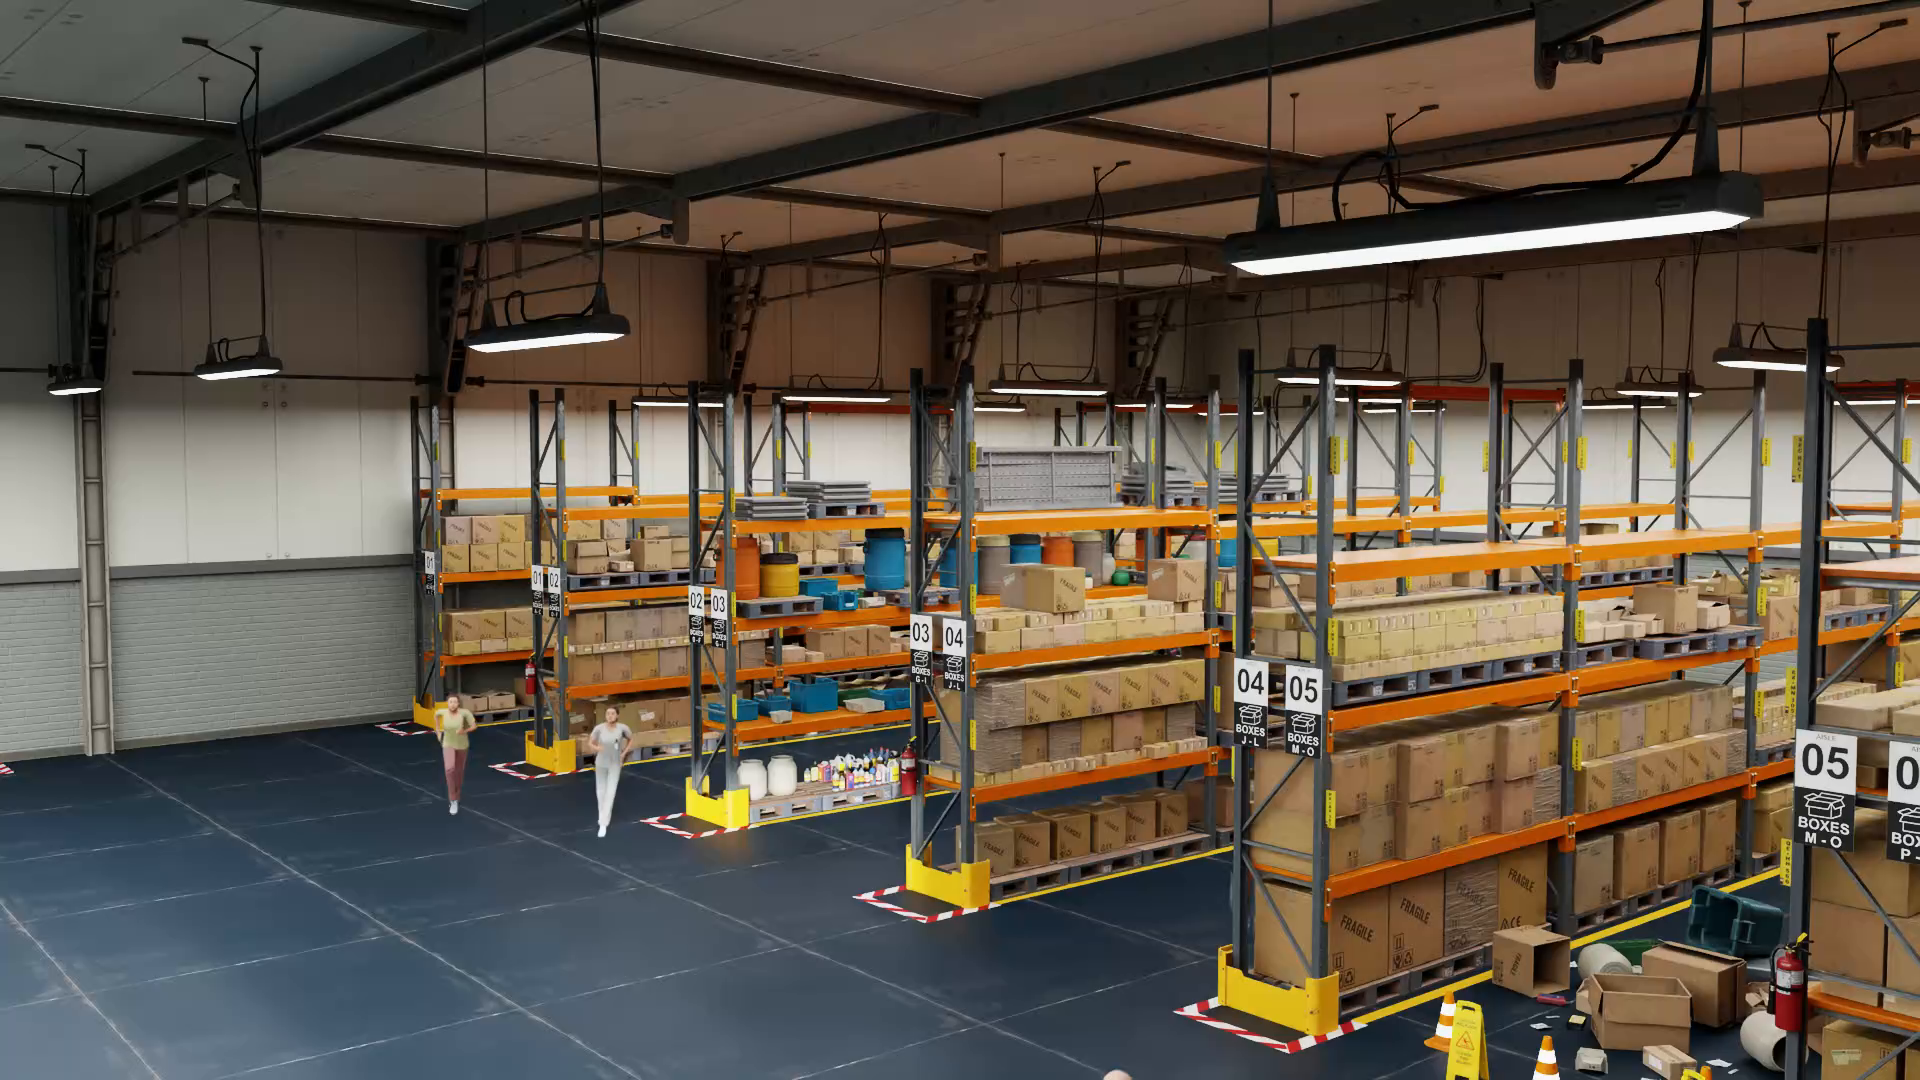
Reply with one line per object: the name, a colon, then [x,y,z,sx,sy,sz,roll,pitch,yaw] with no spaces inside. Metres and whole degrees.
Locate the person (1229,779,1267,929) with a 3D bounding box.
person: [3.030,3.313,17.144,0.543,1.741,0.725,3,4,39]

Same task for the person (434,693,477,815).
person: [-7.131,2.962,23.526,0.578,1.675,0.986,-1,4,-18]

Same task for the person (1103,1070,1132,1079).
person: [0.825,3.755,8.901,0.663,1.846,0.828,0,3,3]

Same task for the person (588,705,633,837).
person: [-4.648,3.022,22.108,0.577,1.693,0.873,0,3,-3]
